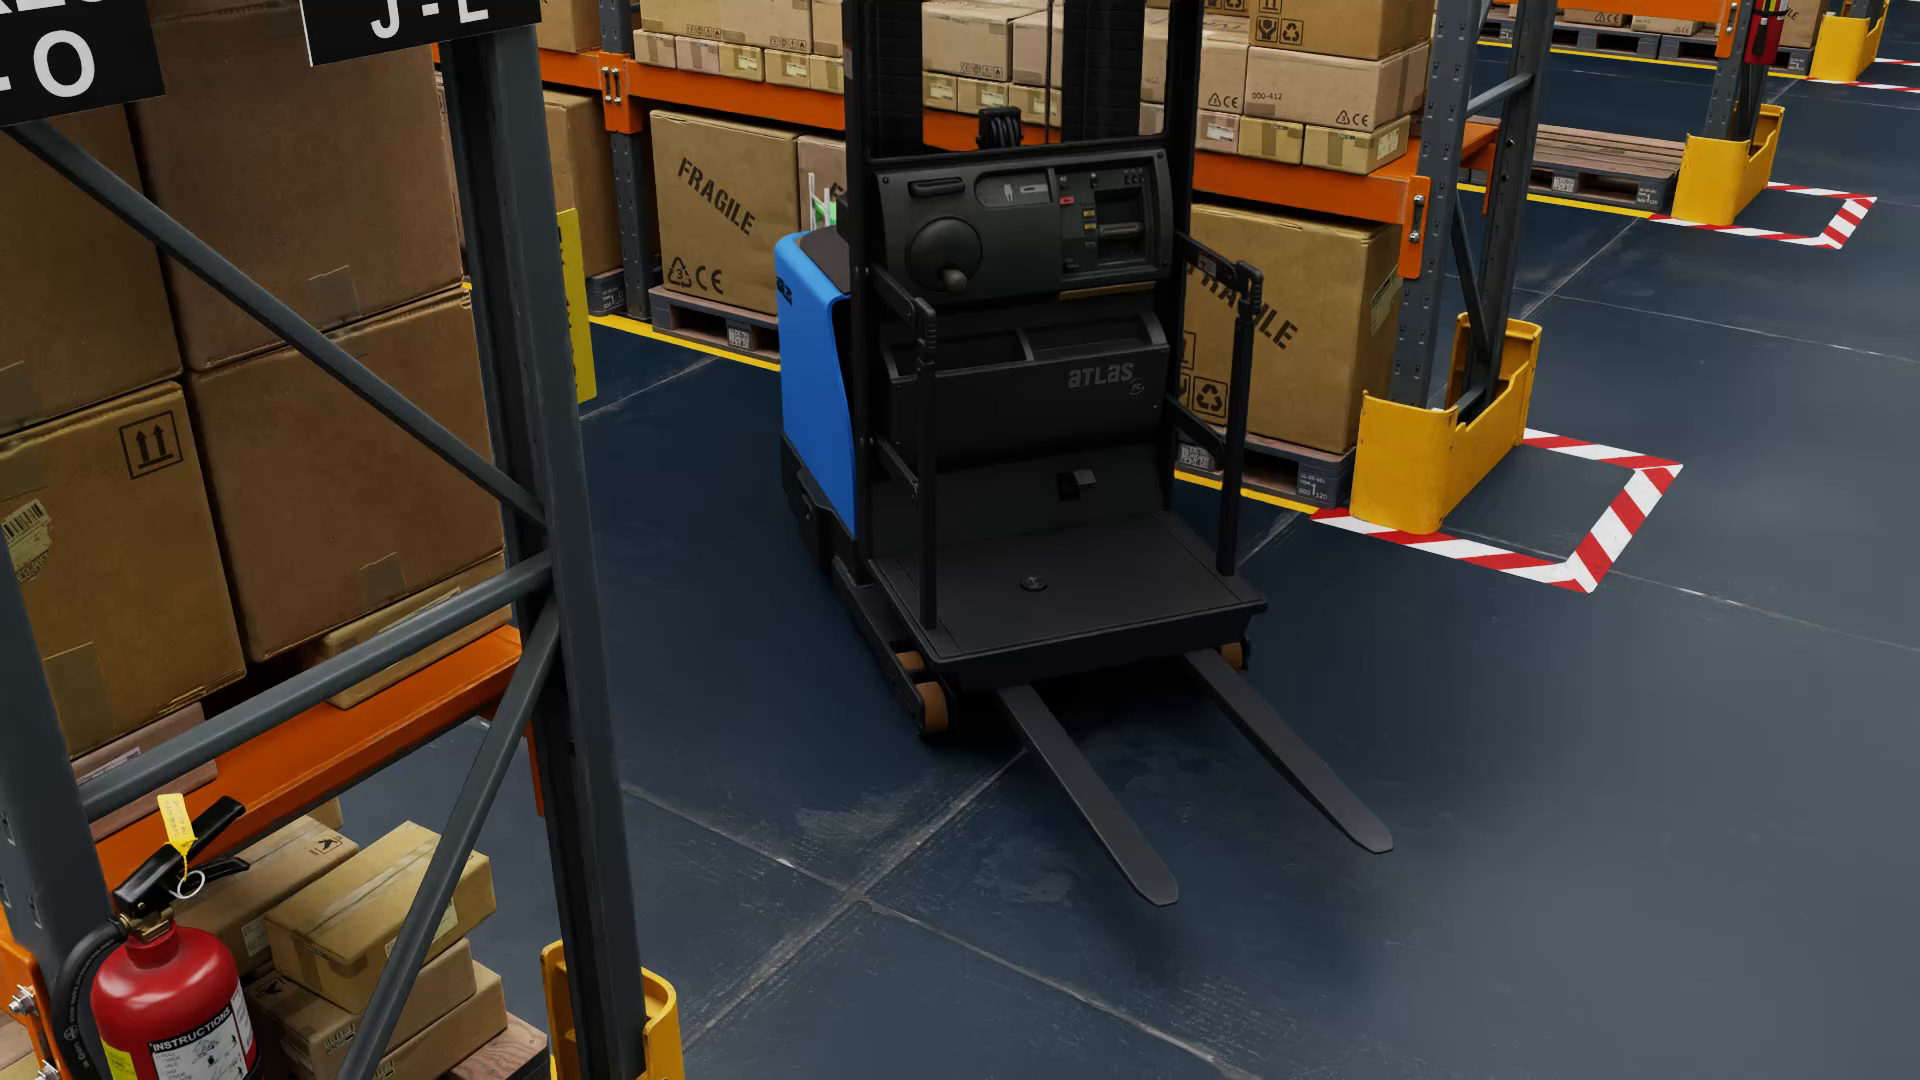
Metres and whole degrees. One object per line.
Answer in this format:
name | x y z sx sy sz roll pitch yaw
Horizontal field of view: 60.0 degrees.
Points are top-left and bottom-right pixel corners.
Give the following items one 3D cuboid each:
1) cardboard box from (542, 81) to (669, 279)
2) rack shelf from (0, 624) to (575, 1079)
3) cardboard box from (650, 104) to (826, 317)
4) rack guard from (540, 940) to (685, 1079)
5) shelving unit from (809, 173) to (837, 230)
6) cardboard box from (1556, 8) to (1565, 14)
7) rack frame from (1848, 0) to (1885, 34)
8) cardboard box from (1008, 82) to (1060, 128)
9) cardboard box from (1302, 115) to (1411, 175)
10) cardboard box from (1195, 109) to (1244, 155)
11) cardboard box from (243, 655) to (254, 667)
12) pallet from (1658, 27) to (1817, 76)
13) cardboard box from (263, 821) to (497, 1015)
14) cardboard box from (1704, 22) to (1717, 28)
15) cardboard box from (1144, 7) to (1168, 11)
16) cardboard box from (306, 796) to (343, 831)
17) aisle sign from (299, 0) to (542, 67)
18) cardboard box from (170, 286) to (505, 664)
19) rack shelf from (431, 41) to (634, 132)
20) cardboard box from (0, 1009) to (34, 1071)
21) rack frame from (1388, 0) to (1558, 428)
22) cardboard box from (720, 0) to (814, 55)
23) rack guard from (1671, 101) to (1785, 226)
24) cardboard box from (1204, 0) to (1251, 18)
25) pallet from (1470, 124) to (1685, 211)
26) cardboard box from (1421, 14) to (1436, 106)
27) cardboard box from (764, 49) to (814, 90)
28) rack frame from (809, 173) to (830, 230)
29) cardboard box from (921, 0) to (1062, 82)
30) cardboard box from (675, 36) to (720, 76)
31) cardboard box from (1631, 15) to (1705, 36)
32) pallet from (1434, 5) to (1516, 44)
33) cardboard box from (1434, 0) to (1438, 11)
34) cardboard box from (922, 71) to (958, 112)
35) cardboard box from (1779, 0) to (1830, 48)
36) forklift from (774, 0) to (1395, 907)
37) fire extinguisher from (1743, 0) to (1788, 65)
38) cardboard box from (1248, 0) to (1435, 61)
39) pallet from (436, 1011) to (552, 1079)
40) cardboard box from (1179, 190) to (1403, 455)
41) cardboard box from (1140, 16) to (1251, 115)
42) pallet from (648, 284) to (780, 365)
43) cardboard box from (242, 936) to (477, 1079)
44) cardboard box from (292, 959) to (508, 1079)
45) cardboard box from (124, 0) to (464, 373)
cardboard box | -1.899 -2.036 8.823 0.875 0.875 1.225 17 32 30
rack shelf | -2.603 0.024 3.689 4.000 0.370 1.077 17 32 30
cardboard box | -0.862 -1.680 8.123 0.875 0.875 0.875 17 32 30
rack guard | -1.017 1.311 3.122 0.348 0.500 1.175 17 32 30
shelving unit | -0.302 -0.855 6.607 0.503 1.200 0.258 -9 28 -17
cardboard box | 5.500 -5.106 15.456 0.500 0.311 0.500 17 32 30
rack frame | 7.549 -5.314 13.385 0.127 3.000 1.000 17 32 30
cardboard box | 0.400 -1.796 6.749 0.250 0.149 0.380 17 32 30
cardboard box | 1.457 -1.468 6.104 0.250 0.149 0.380 18 32 31
cardboard box | 1.034 -1.599 6.362 0.250 0.149 0.380 17 32 30
cardboard box | -1.269 0.073 3.076 0.250 0.149 0.380 19 32 32
pallet | 6.828 -4.295 14.458 1.213 0.211 1.003 17 32 30
cardboard box | -1.194 0.774 3.447 0.250 0.149 0.380 16 31 28
cardboard box | 6.849 -4.659 14.644 0.500 0.250 0.500 17 32 30
cardboard box | 0.850 -2.163 7.030 0.500 0.250 0.500 16 31 29
cardboard box | -1.625 0.635 3.719 0.250 0.149 0.380 17 32 30
aisle sign | -0.725 -1.035 2.111 0.004 0.787 0.394 17 32 30
cardboard box | -1.168 -0.179 2.856 0.500 0.500 0.500 19 33 33
rack shelf | -3.009 -2.832 9.300 4.000 0.370 1.077 17 32 30
cardboard box | -1.709 0.908 3.183 0.250 0.149 0.380 18 32 31
rack frame | 1.937 -1.612 6.110 0.127 3.000 1.000 17 32 30
cardboard box | -0.714 -2.356 7.410 0.500 0.250 0.500 17 32 30
rack guard | 4.768 -2.348 10.312 0.348 0.500 1.175 17 32 30
cardboard box | 1.282 -2.364 6.599 0.500 0.500 0.500 16 31 29
pallet | 4.083 -2.447 10.825 1.213 0.211 1.003 17 32 30
cardboard box | 1.694 -1.902 6.517 0.500 0.250 0.500 16 31 29
cardboard box | -0.653 -2.125 7.395 0.250 0.149 0.380 16 31 29
rack frame | -0.531 -0.818 6.533 0.015 1.200 0.240 -9 28 -17
cardboard box | 0.118 -2.096 6.898 0.500 0.250 0.500 17 32 30
cardboard box | -1.088 -2.259 7.659 0.250 0.149 0.380 16 31 29
cardboard box | 6.195 -4.588 14.504 0.500 0.250 0.500 17 32 30
pallet | 4.817 -4.922 15.689 1.213 0.211 1.003 17 32 30
cardboard box | 4.475 -5.150 15.543 0.500 0.311 0.500 17 32 30
cardboard box | -0.019 -1.927 7.006 0.250 0.149 0.380 16 31 29
cardboard box | 6.961 -4.444 13.946 0.500 0.500 0.500 17 32 30
forklift | 0.281 -0.920 4.826 1.130 2.935 3.031 -9 28 -17
fire extinguisher | 4.608 -3.054 9.440 0.183 0.674 0.296 17 32 30
cardboard box | 1.386 -2.038 5.959 0.500 0.500 0.500 18 32 31
pallet | -1.667 1.218 3.623 1.213 0.211 1.003 17 32 30
cardboard box | 1.364 -0.986 6.760 0.875 0.875 0.875 17 32 30
cardboard box | 0.969 -1.833 6.382 0.500 0.250 0.500 17 31 29
pallet | -0.778 -1.171 8.319 1.213 0.211 1.003 17 32 30
cardboard box | -1.241 0.937 3.454 0.250 0.149 0.380 19 32 32
cardboard box | -1.205 1.046 3.568 0.250 0.149 0.380 18 32 31
cardboard box | -1.174 -0.620 2.621 0.500 0.500 0.500 17 32 30
